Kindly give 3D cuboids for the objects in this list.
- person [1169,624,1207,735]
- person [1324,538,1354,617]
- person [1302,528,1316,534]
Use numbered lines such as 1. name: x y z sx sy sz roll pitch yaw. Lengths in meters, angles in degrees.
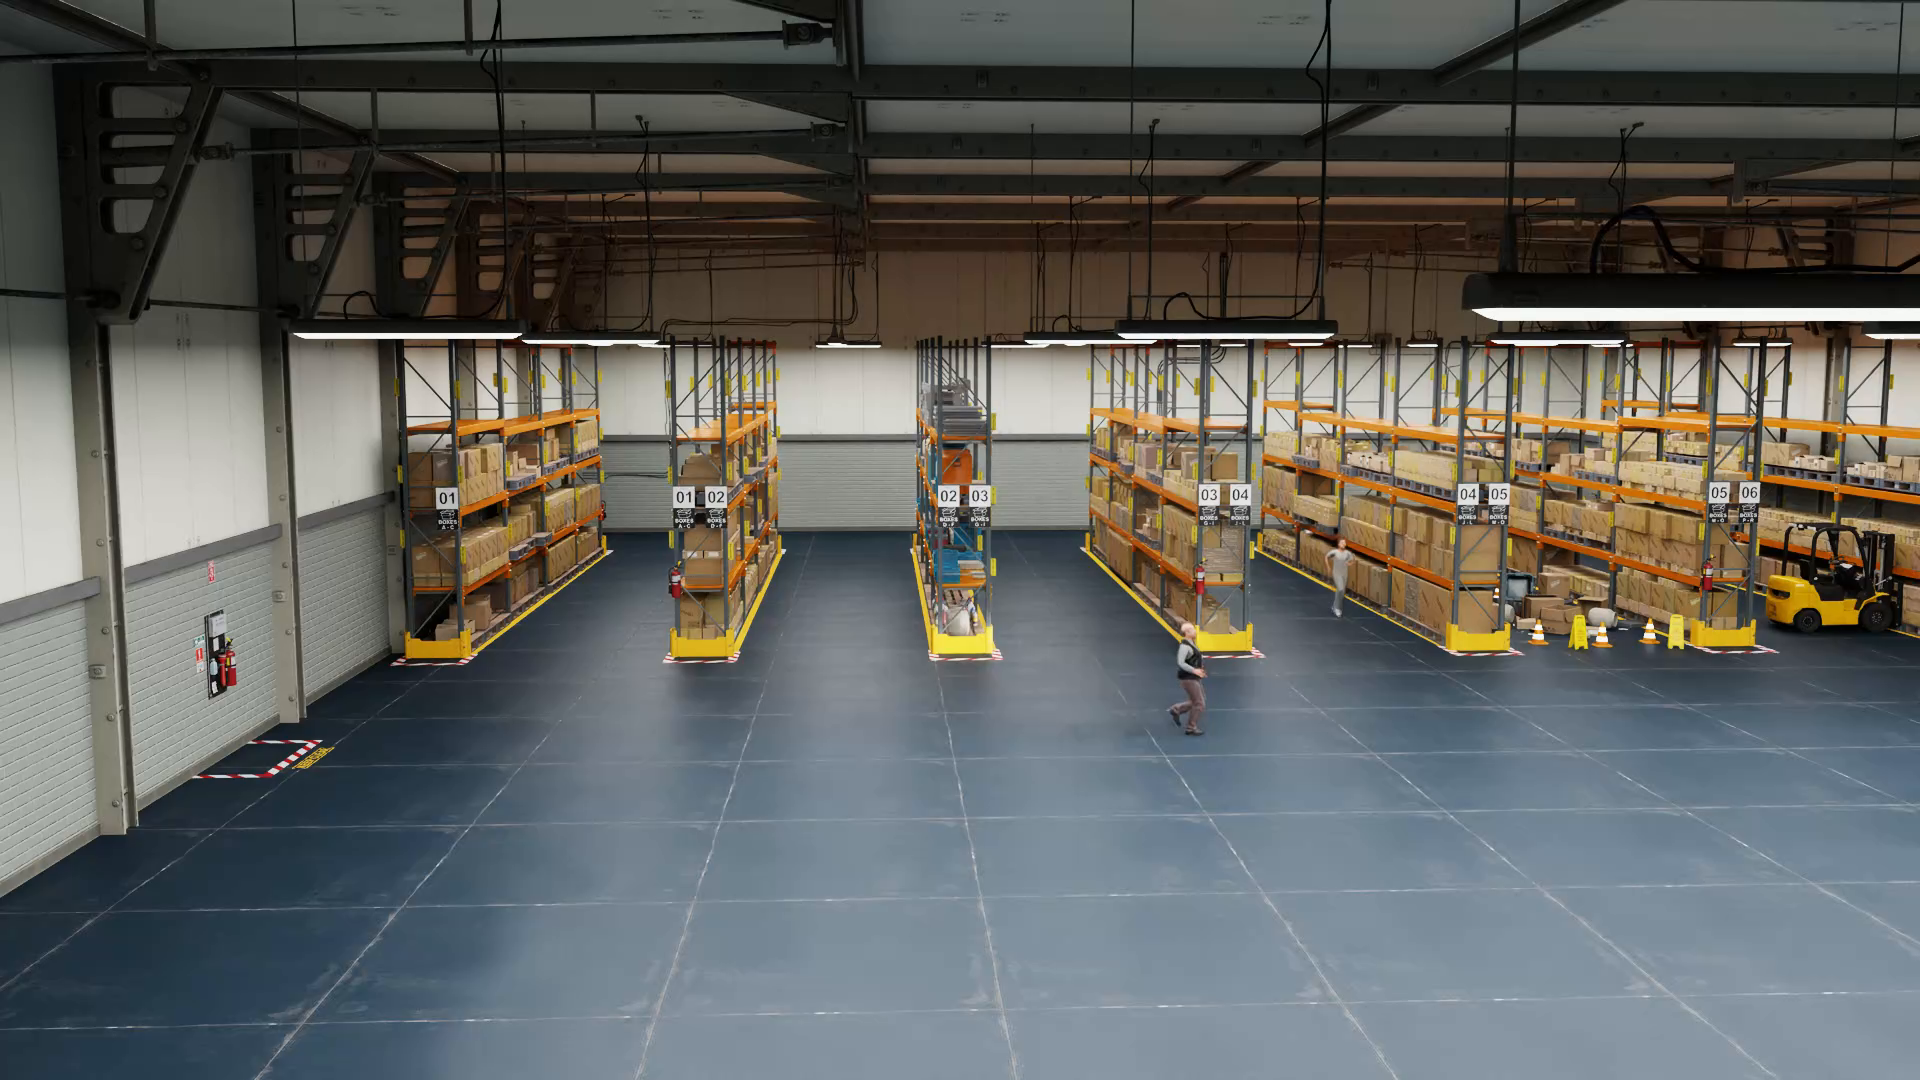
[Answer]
1. person: 3.409 2.075 24.846 0.612 1.671 0.657 2 7 18
2. person: 8.255 0.796 36.093 0.546 1.704 0.667 -2 7 -13
3. person: 10.302 -0.688 48.962 0.672 1.751 0.619 -3 7 -23
